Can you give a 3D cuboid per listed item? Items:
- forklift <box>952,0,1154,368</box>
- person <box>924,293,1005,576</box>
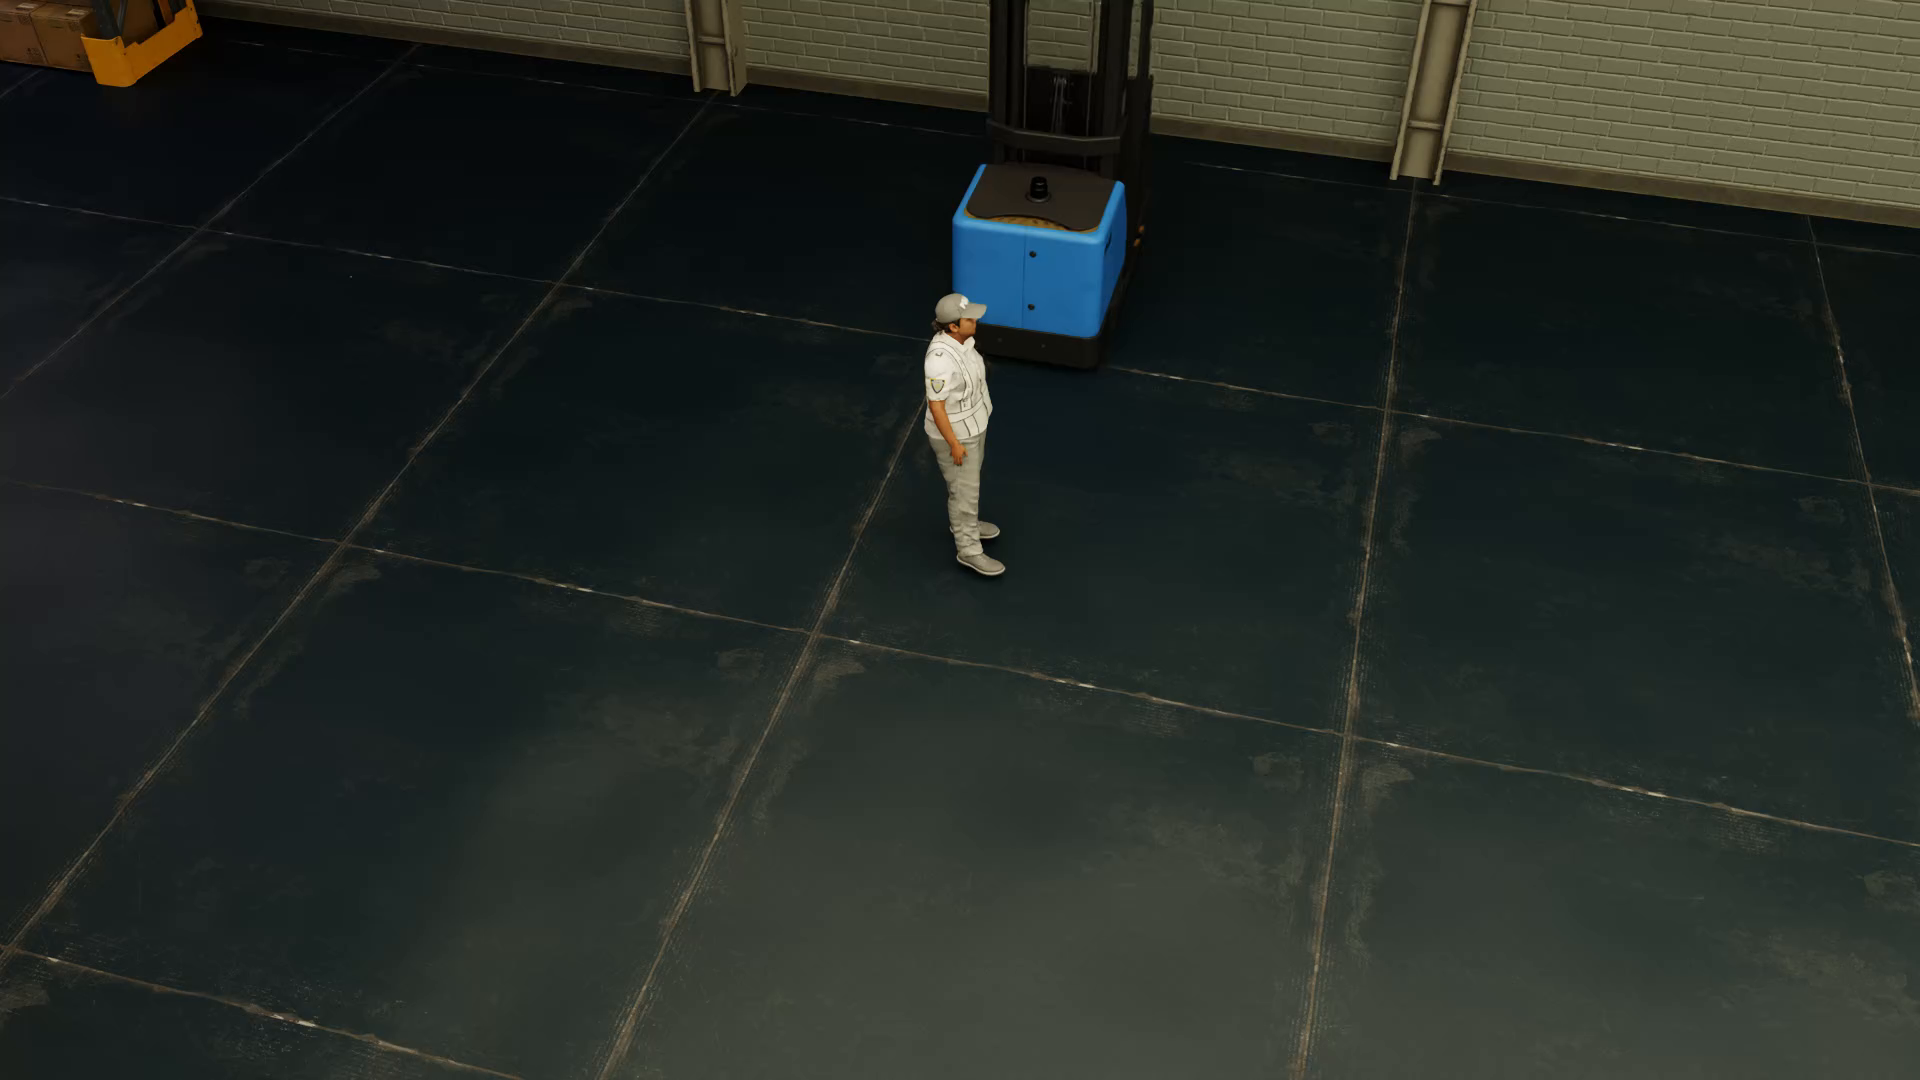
[{"bbox_3d":[0.801,-3.254,11.574,1.130,2.935,3.031,10,42,11],"label":"forklift"},{"bbox_3d":[0.068,-0.634,9.473,0.529,1.670,0.598,10,42,11],"label":"person"}]
